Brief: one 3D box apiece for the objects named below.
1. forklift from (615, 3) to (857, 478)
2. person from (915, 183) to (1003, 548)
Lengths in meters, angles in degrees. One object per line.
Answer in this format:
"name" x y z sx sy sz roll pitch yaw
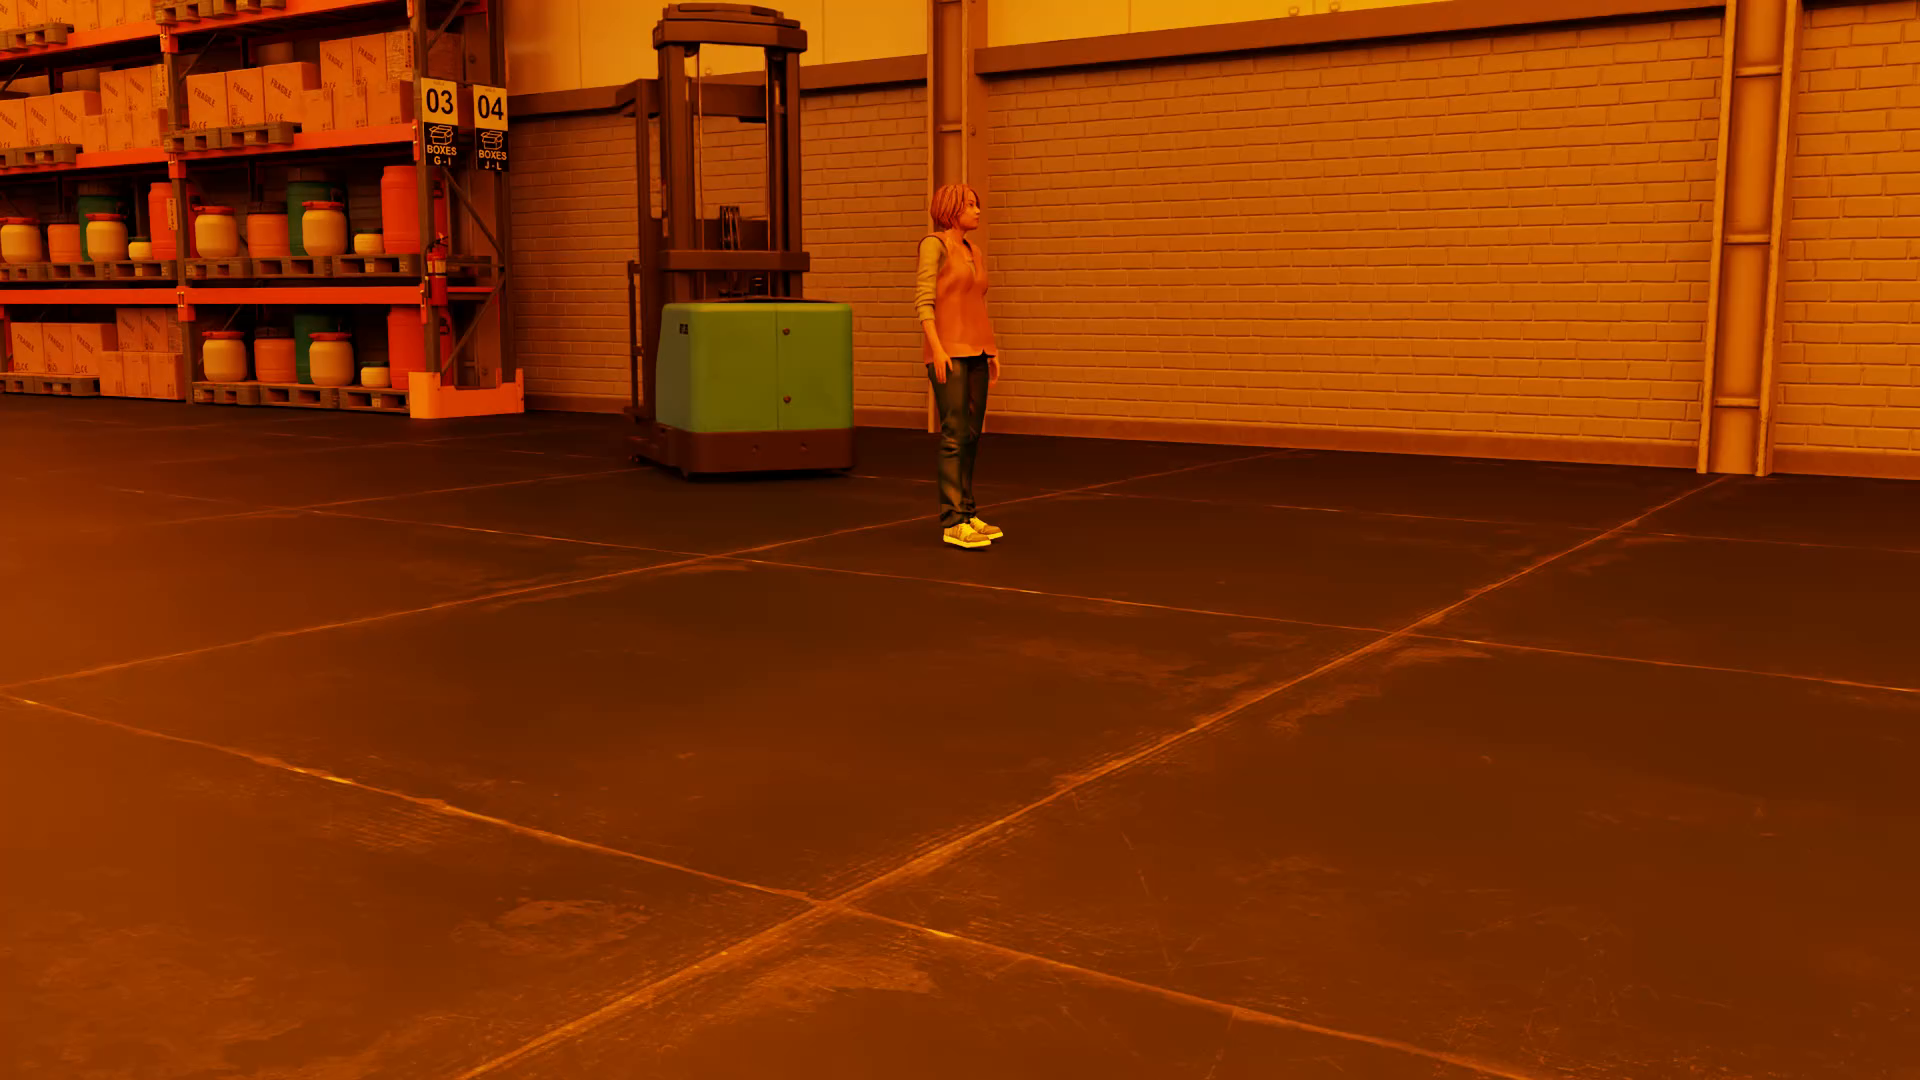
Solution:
"forklift" -1.678 -1.998 11.241 1.130 2.935 3.031 -3 9 -23
"person" 0.054 -0.791 7.437 0.473 1.599 0.520 5 10 34
